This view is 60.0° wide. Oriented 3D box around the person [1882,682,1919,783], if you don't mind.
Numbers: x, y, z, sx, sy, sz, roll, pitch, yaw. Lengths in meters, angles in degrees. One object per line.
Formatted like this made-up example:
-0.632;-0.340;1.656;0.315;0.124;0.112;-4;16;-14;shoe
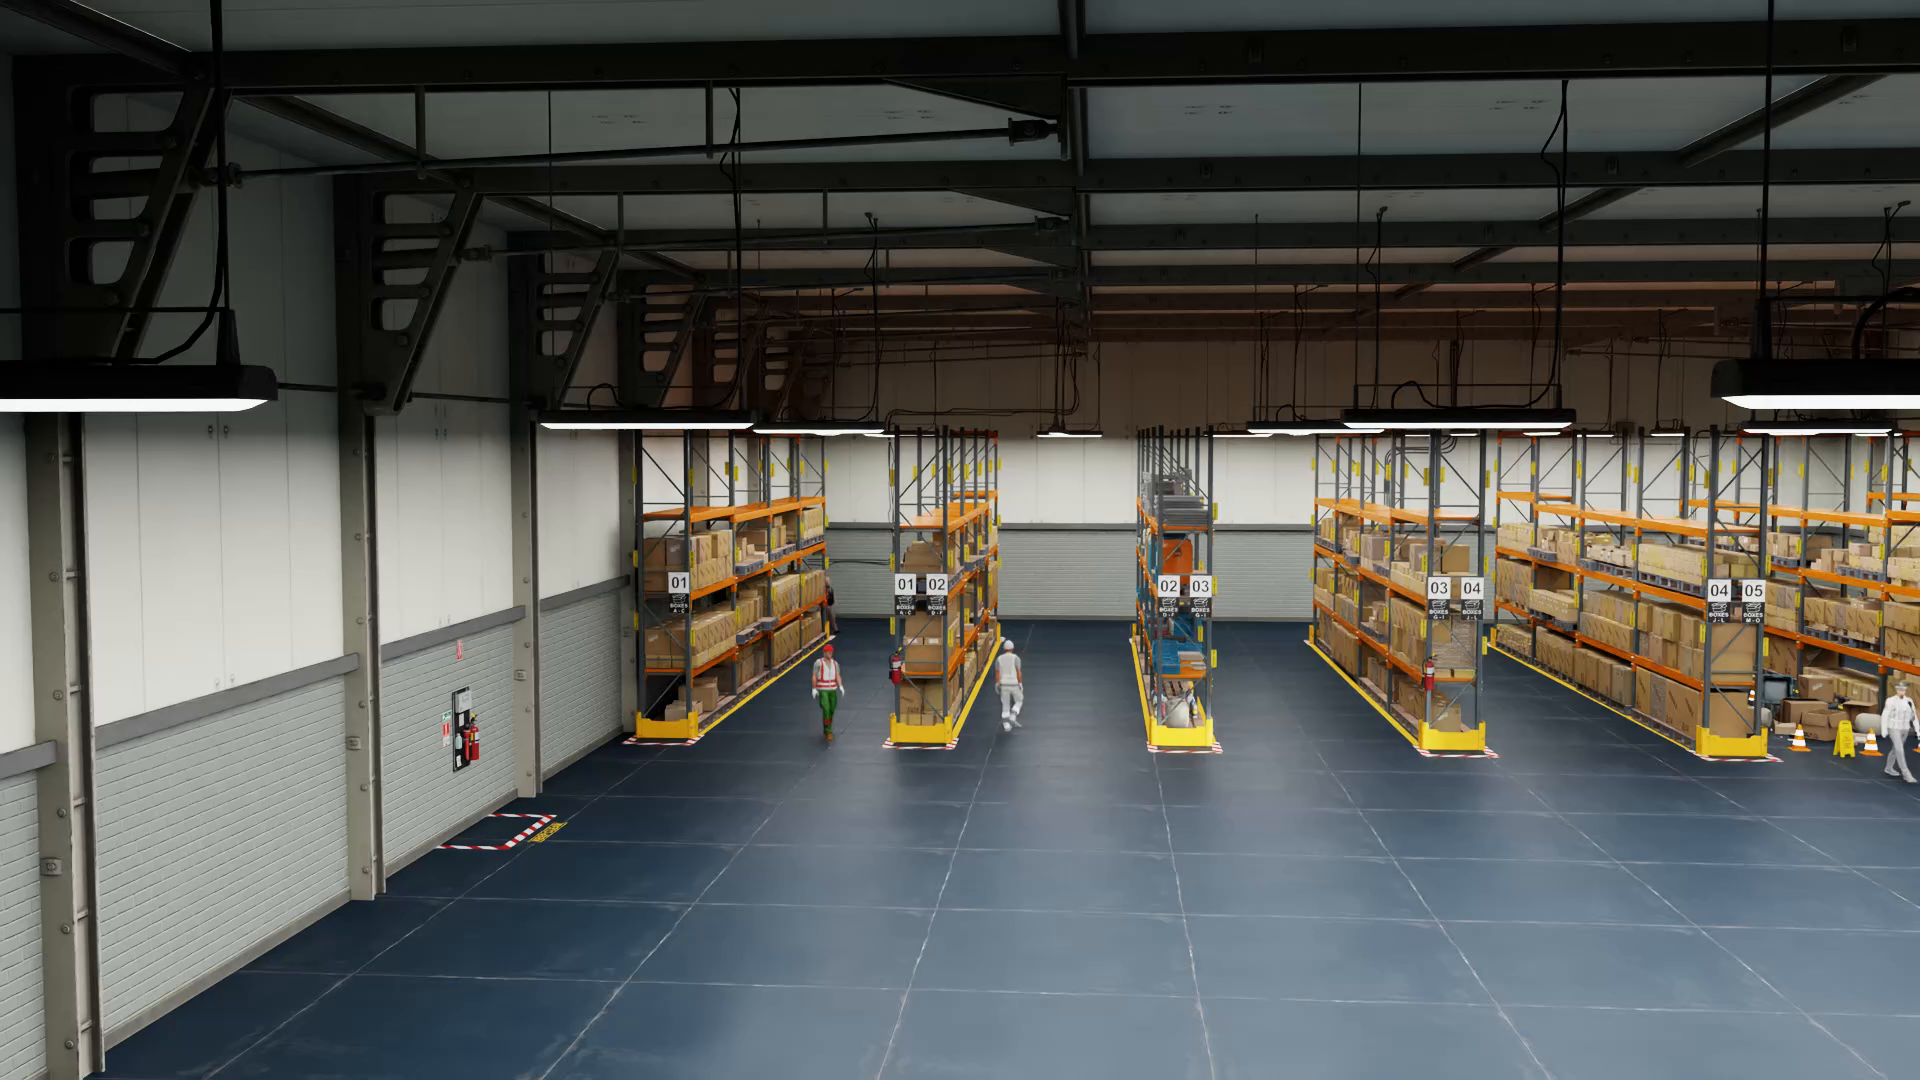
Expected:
15.842;3.197;27.949;0.512;1.641;0.854;0;3;-7;person

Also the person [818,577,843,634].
-3.912;1.931;49.143;1.040;1.684;0.525;1;4;16;person

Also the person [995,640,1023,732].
0.962;2.860;32.680;0.584;1.780;0.482;1;4;19;person

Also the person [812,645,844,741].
-2.490;2.917;31.950;0.559;1.790;0.755;-2;4;-33;person
